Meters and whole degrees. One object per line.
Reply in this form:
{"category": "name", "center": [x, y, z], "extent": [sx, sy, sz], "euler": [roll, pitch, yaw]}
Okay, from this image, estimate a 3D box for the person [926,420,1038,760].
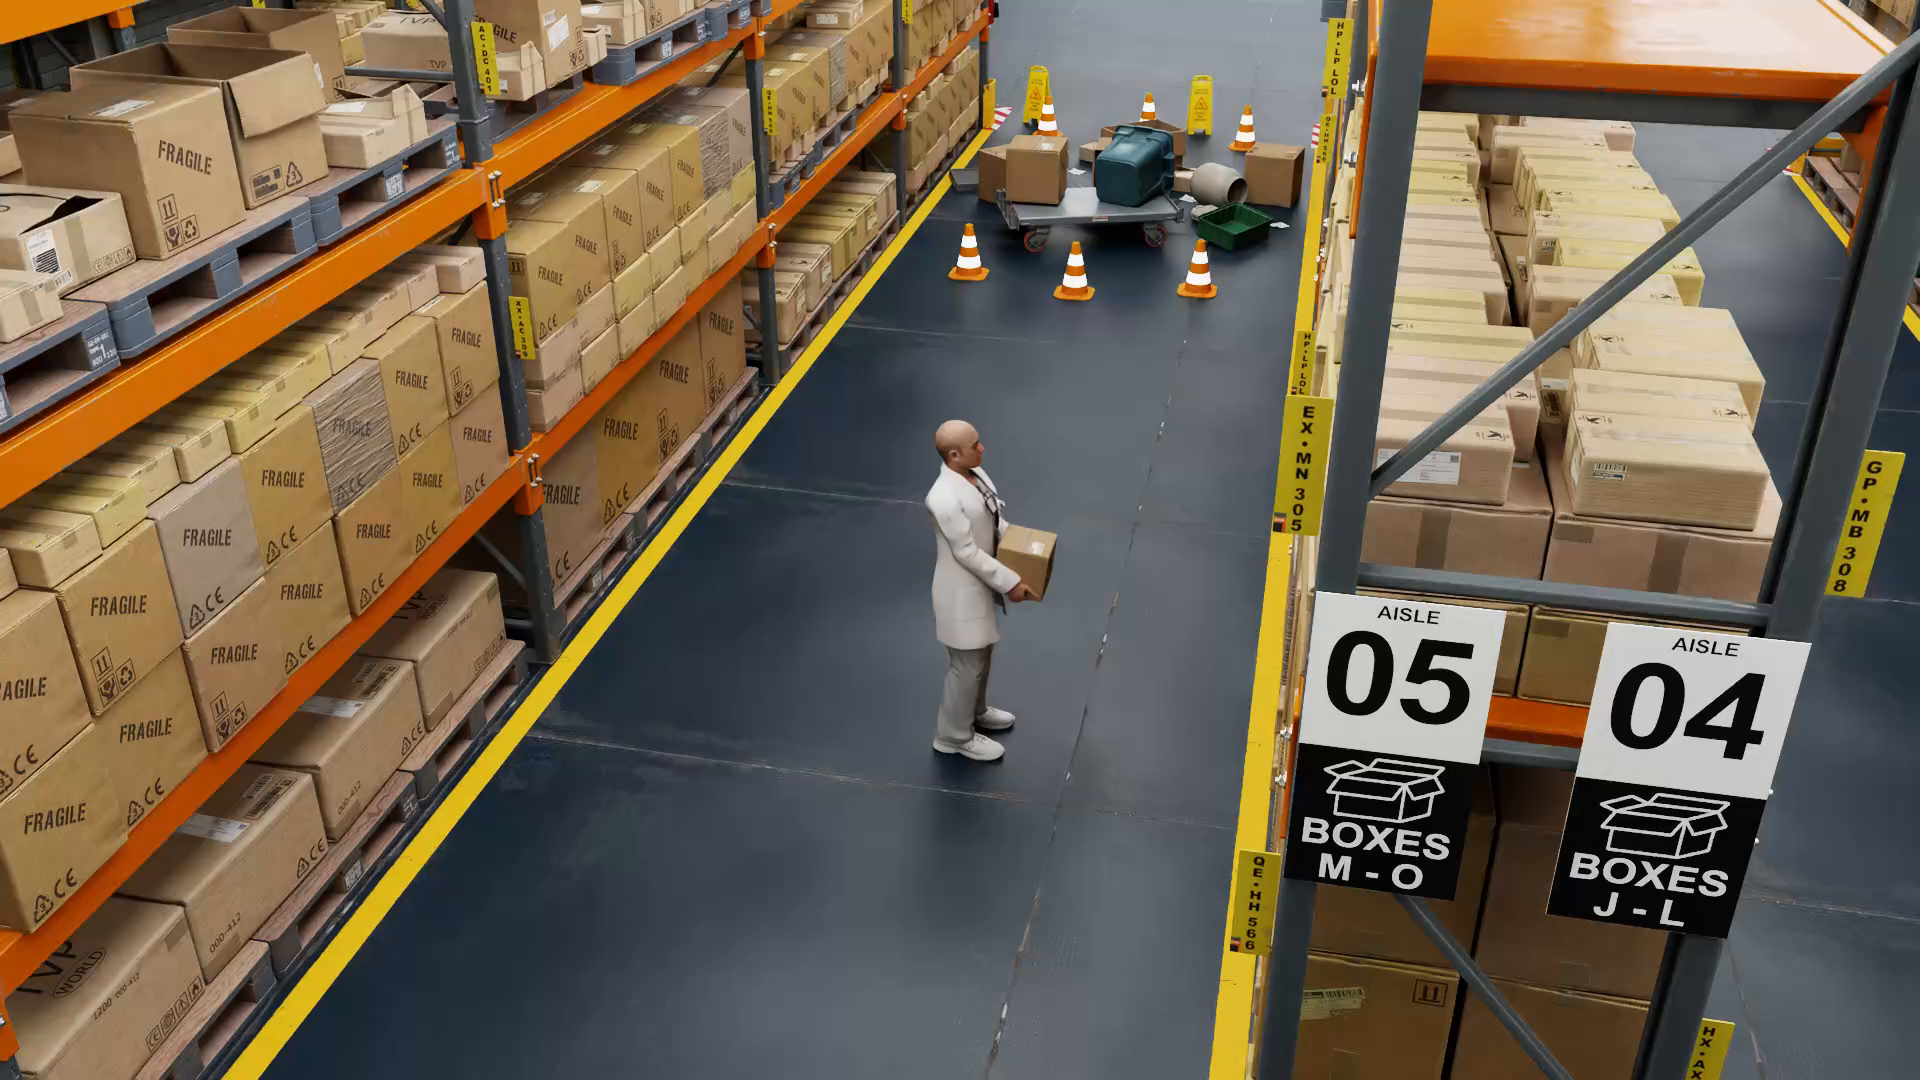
{"category": "person", "center": [0.138, 0.246, 8.191], "extent": [0.550, 1.774, 0.529], "euler": [6, 29, 12]}
